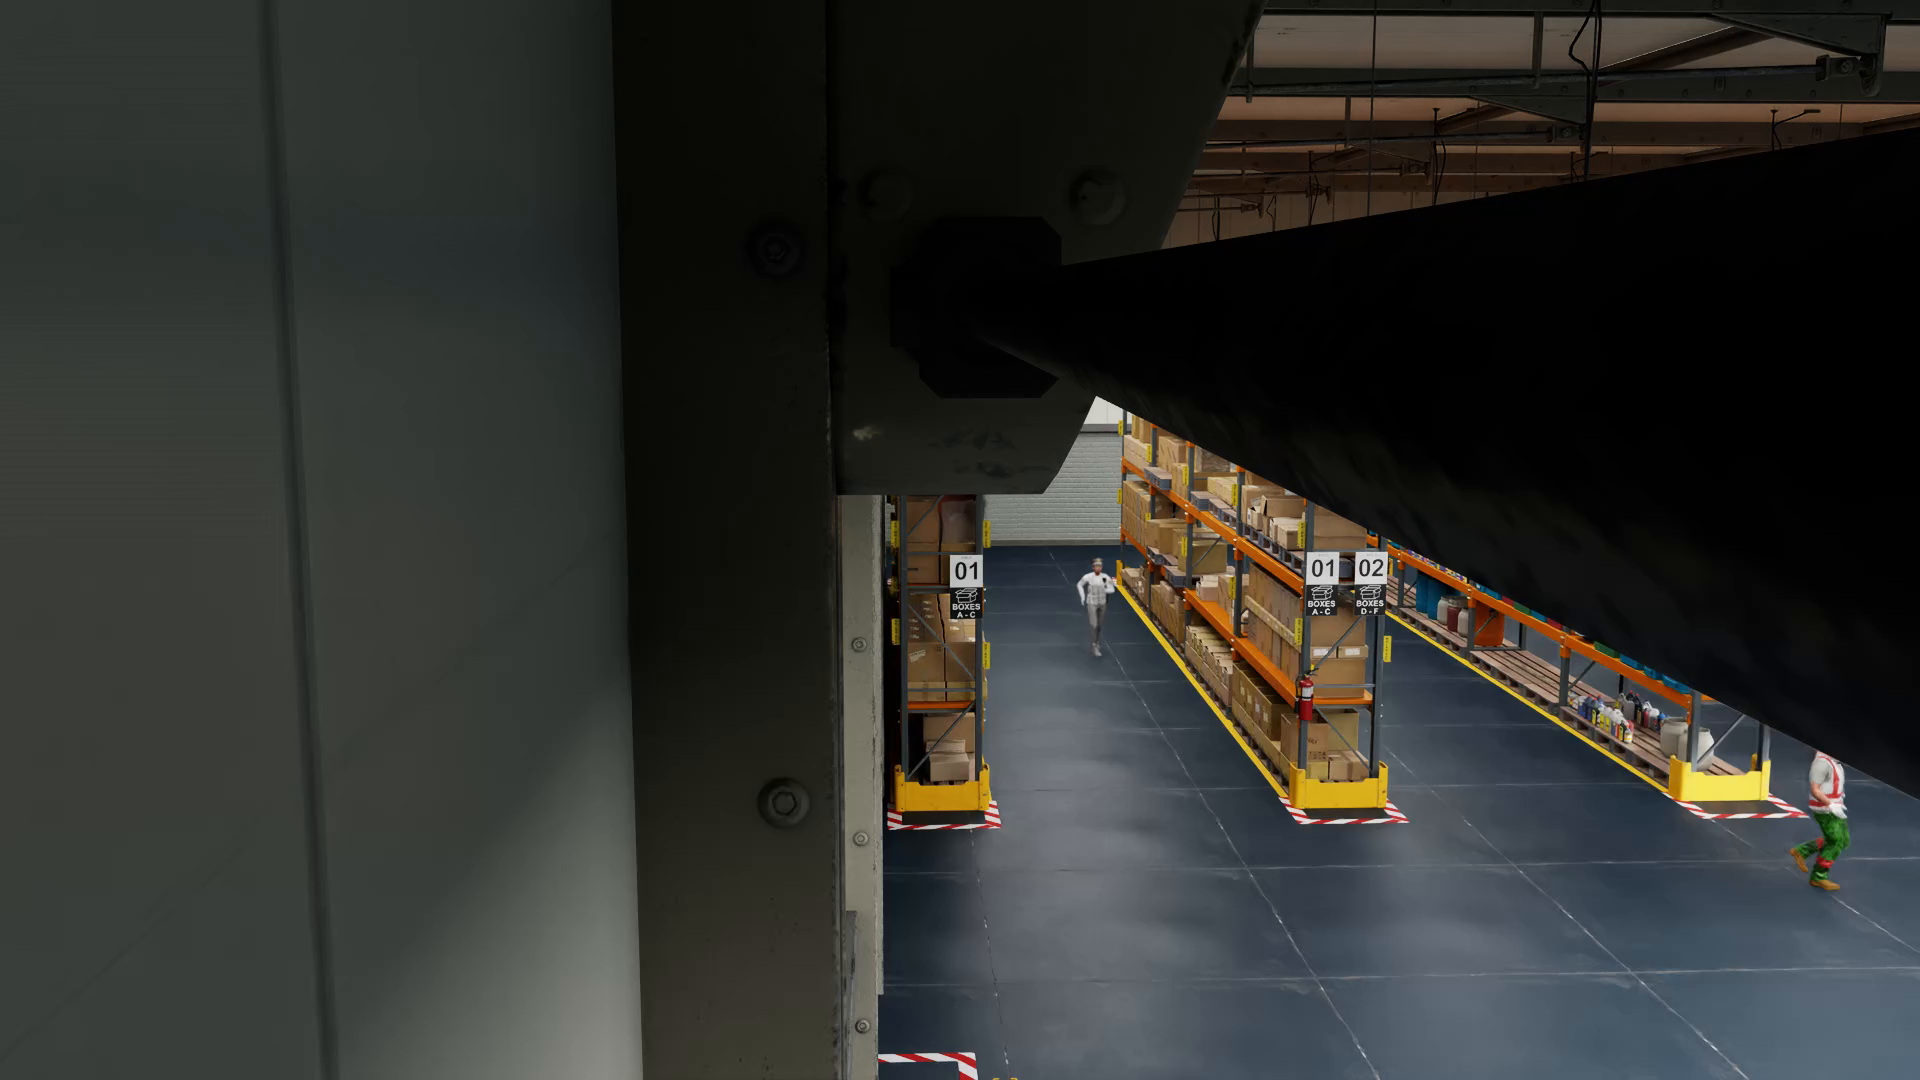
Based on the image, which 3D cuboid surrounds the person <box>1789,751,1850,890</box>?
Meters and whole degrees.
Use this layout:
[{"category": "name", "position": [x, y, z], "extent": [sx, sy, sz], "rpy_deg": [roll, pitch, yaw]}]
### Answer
[{"category": "person", "position": [9.231, 2.863, 17.812], "extent": [0.563, 1.748, 0.654], "rpy_deg": [6, 10, 33]}]

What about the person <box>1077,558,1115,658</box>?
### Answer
[{"category": "person", "position": [2.416, 1.153, 29.365], "extent": [0.600, 1.709, 0.903], "rpy_deg": [-2, 9, -11]}]
